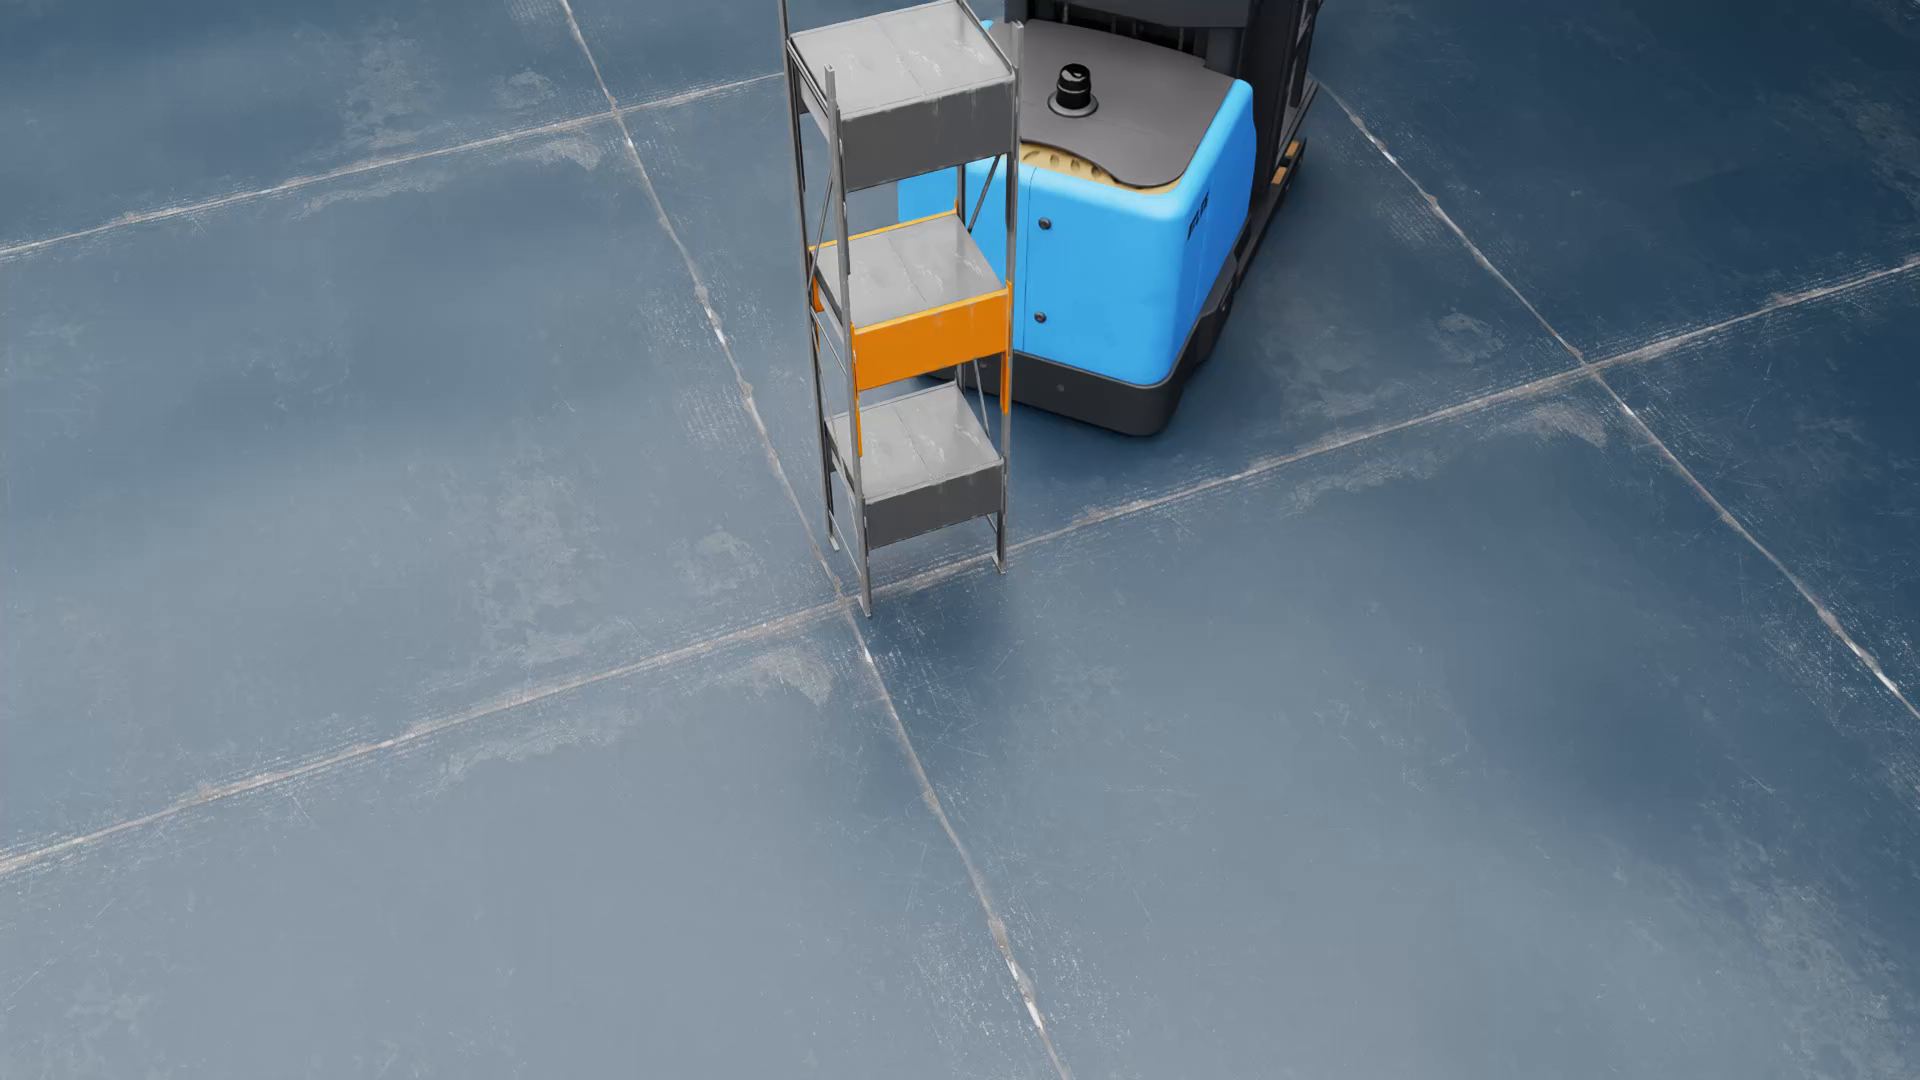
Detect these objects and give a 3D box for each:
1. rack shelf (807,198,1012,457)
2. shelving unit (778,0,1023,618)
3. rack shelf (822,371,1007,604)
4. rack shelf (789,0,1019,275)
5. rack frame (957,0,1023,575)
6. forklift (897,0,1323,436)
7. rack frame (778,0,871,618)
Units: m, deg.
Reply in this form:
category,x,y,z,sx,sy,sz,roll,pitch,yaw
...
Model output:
category,x,y,z,sx,sy,sz,roll,pitch,yaw
rack shelf,-0.153,-0.628,4.923,0.480,0.518,0.431,-17,52,-14
shelving unit,-0.153,-0.637,4.913,0.503,2.100,0.431,-17,52,-14
rack shelf,-0.153,-0.172,5.454,0.480,0.518,0.431,-17,52,-14
rack shelf,-0.153,-1.084,4.392,0.480,0.518,0.431,-17,52,-14
rack frame,0.073,-0.707,4.973,0.015,2.100,0.400,-17,52,-14
forklift,0.814,-2.469,5.938,1.130,2.935,3.031,18,52,15
rack frame,-0.379,-0.567,4.853,0.015,2.100,0.400,-17,52,-14
